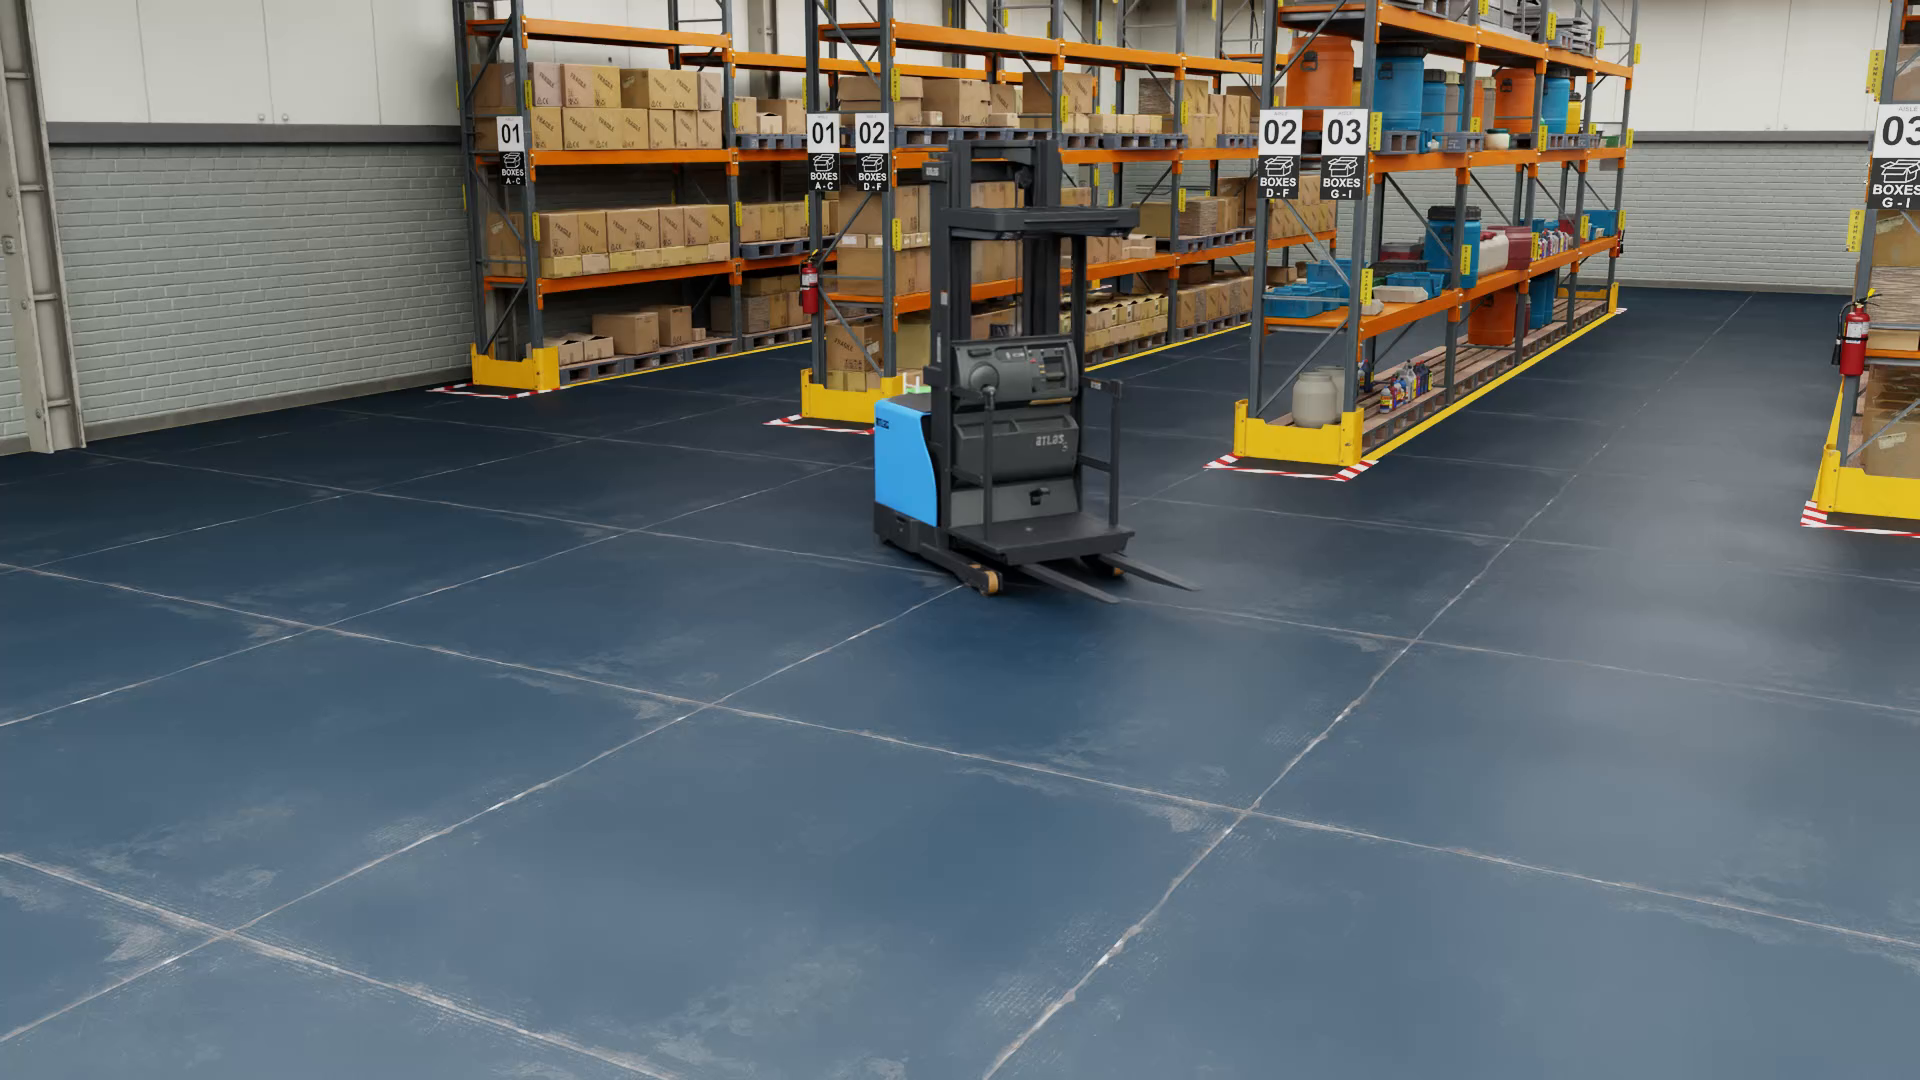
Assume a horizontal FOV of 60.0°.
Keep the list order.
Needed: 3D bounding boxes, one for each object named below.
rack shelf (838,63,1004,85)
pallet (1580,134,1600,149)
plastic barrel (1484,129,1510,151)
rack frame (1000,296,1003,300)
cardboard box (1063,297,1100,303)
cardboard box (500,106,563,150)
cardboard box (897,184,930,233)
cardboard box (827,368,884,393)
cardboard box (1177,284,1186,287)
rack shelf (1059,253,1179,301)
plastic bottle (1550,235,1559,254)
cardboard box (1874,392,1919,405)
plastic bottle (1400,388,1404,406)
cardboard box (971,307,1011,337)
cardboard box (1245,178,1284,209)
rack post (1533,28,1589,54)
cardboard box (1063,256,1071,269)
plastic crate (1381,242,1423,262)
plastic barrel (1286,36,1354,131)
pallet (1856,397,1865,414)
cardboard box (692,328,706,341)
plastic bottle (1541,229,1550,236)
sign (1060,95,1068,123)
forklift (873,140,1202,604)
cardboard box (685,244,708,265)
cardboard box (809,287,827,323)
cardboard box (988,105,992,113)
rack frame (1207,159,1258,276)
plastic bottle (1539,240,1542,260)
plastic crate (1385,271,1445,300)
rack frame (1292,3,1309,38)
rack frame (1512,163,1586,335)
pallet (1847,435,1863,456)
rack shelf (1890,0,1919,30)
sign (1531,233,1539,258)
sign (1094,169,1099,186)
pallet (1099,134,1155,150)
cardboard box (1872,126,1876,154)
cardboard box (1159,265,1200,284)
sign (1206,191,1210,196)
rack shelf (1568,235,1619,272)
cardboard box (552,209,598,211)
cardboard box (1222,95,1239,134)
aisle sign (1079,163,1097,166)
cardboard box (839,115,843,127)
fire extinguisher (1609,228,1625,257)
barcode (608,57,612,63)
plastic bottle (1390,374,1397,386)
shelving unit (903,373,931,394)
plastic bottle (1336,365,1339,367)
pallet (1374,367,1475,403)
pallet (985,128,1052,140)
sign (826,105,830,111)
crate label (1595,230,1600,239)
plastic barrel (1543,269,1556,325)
[{"bbox_3d":[-0.645,-7.761,27.914,1.077,0.370,4.000,7,15,28],"label":"rack shelf"},{"bbox_3d":[8.701,-5.871,24.490,1.213,0.211,1.003,7,15,28],"label":"pallet"},{"bbox_3d":[6.650,-4.960,20.601,0.301,0.262,0.301,0,14,0],"label":"plastic barrel"},{"bbox_3d":[0.322,-5.799,30.188,1.000,3.000,0.127,7,15,28],"label":"rack frame"},{"bbox_3d":[1.721,-3.271,23.475,0.500,0.311,0.500,7,15,27],"label":"cardboard box"},{"bbox_3d":[-5.099,-4.894,19.778,0.500,0.500,0.500,8,16,30],"label":"cardboard box"},{"bbox_3d":[-0.629,-3.670,18.374,0.700,0.500,0.500,7,15,27],"label":"cardboard box"},{"bbox_3d":[-1.140,-1.788,18.520,0.500,0.250,0.500,7,15,28],"label":"cardboard box"},{"bbox_3d":[3.224,-3.741,26.047,0.500,0.500,0.500,7,15,26],"label":"cardboard box"},{"bbox_3d":[1.760,-3.658,22.842,1.077,0.370,4.000,7,15,28],"label":"rack shelf"},{"bbox_3d":[8.667,-4.321,24.320,0.152,0.276,0.135,7,15,28],"label":"plastic bottle"},{"bbox_3d":[8.424,-1.022,14.809,0.500,0.500,0.500,9,16,33],"label":"cardboard box"},{"bbox_3d":[4.605,-1.516,17.454,0.097,0.201,0.097,0,14,0],"label":"plastic bottle"},{"bbox_3d":[0.270,-2.505,19.896,0.500,0.500,0.500,7,15,28],"label":"cardboard box"},{"bbox_3d":[5.134,-5.838,28.003,0.500,0.500,0.500,8,16,29],"label":"cardboard box"},{"bbox_3d":[8.127,-6.921,23.106,0.937,0.300,0.954,9,16,34],"label":"rack post"},{"bbox_3d":[1.400,-3.634,21.743,0.380,0.149,0.250,7,15,28],"label":"cardboard box"},{"bbox_3d":[5.093,-3.201,19.273,0.402,0.464,0.583,7,15,28],"label":"plastic crate"},{"bbox_3d":[3.317,-4.200,15.343,0.600,0.830,0.708,7,15,28],"label":"plastic barrel"},{"bbox_3d":[9.838,-1.279,17.387,1.003,0.211,1.213,7,15,28],"label":"pallet"},{"bbox_3d":[-3.778,-2.881,23.191,0.380,0.166,0.250,5,15,21],"label":"cardboard box"},{"bbox_3d":[8.621,-4.406,24.513,0.144,0.351,0.185,7,15,28],"label":"plastic bottle"},{"bbox_3d":[1.279,-5.283,20.375,0.100,0.325,0.005,7,15,28],"label":"sign"},{"bbox_3d":[0.492,-1.177,11.163,1.130,2.935,3.031,-7,15,-27],"label":"forklift"},{"bbox_3d":[-3.757,-3.862,22.430,0.500,0.250,0.500,7,15,28],"label":"cardboard box"},{"bbox_3d":[-2.480,-3.626,25.569,0.700,0.500,0.500,7,15,28],"label":"cardboard box"},{"bbox_3d":[0.057,-5.100,19.885,0.500,0.311,0.500,6,15,25],"label":"cardboard box"},{"bbox_3d":[4.660,-5.239,27.864,1.000,3.000,0.127,7,15,28],"label":"rack frame"},{"bbox_3d":[8.080,-4.056,23.232,0.097,0.271,0.097,0,14,0],"label":"plastic bottle"},{"bbox_3d":[4.830,-2.705,17.672,0.499,0.251,0.616,7,15,28],"label":"plastic crate"},{"bbox_3d":[6.594,-8.976,30.565,1.000,3.000,0.127,7,15,28],"label":"rack frame"},{"bbox_3d":[8.994,-4.677,25.533,1.000,3.000,0.127,7,15,28],"label":"rack frame"},{"bbox_3d":[8.580,-0.726,15.093,1.003,0.211,1.213,7,15,28],"label":"pallet"},{"bbox_3d":[8.496,-4.629,14.076,1.077,0.370,4.000,7,15,28],"label":"rack shelf"},{"bbox_3d":[7.546,-3.875,21.857,0.100,0.325,0.005,7,15,28],"label":"sign"},{"bbox_3d":[2.724,-7.234,33.162,0.100,0.325,0.005,7,15,28],"label":"sign"},{"bbox_3d":[1.939,-5.405,22.557,1.003,0.211,1.213,8,16,31],"label":"pallet"},{"bbox_3d":[7.540,-3.167,13.188,0.500,0.250,0.500,8,16,29],"label":"cardboard box"},{"bbox_3d":[3.488,-4.222,26.442,0.500,0.250,0.500,7,15,27],"label":"cardboard box"},{"bbox_3d":[4.181,-5.720,28.011,0.100,0.325,0.005,7,15,28],"label":"sign"},{"bbox_3d":[9.961,-4.737,27.319,1.077,0.370,4.000,7,15,28],"label":"rack shelf"},{"bbox_3d":[-4.939,-3.968,21.270,0.500,0.500,0.500,7,15,27],"label":"cardboard box"},{"bbox_3d":[4.049,-6.764,26.466,0.600,0.600,0.600,7,15,27],"label":"cardboard box"},{"bbox_3d":[2.553,-7.864,33.208,0.394,0.787,0.004,7,15,28],"label":"aisle sign"},{"bbox_3d":[-2.161,-6.374,25.914,0.500,0.500,0.500,7,15,28],"label":"cardboard box"},{"bbox_3d":[11.399,-5.258,28.904,0.296,0.674,0.183,7,15,28],"label":"fire extinguisher"},{"bbox_3d":[-4.594,-6.303,21.825,0.001,0.075,0.075,7,15,28],"label":"barcode"},{"bbox_3d":[4.644,-1.637,17.783,0.061,0.283,0.133,7,15,28],"label":"plastic bottle"},{"bbox_3d":[-0.157,-0.697,12.863,0.503,1.200,0.258,-7,15,-27],"label":"shelving unit"},{"bbox_3d":[4.077,-1.717,17.969,0.144,0.351,0.185,7,15,28],"label":"plastic bottle"},{"bbox_3d":[5.473,-1.845,19.738,1.003,0.211,1.213,7,15,28],"label":"pallet"},{"bbox_3d":[0.403,-4.835,19.976,1.003,0.211,1.213,7,15,28],"label":"pallet"},{"bbox_3d":[-2.094,-6.791,26.631,0.100,0.325,0.005,7,15,28],"label":"sign"},{"bbox_3d":[10.426,-5.093,27.693,0.396,0.136,0.243,7,15,28],"label":"crate label"},{"bbox_3d":[8.717,-3.751,25.274,0.600,0.901,0.708,7,15,28],"label":"plastic barrel"}]
